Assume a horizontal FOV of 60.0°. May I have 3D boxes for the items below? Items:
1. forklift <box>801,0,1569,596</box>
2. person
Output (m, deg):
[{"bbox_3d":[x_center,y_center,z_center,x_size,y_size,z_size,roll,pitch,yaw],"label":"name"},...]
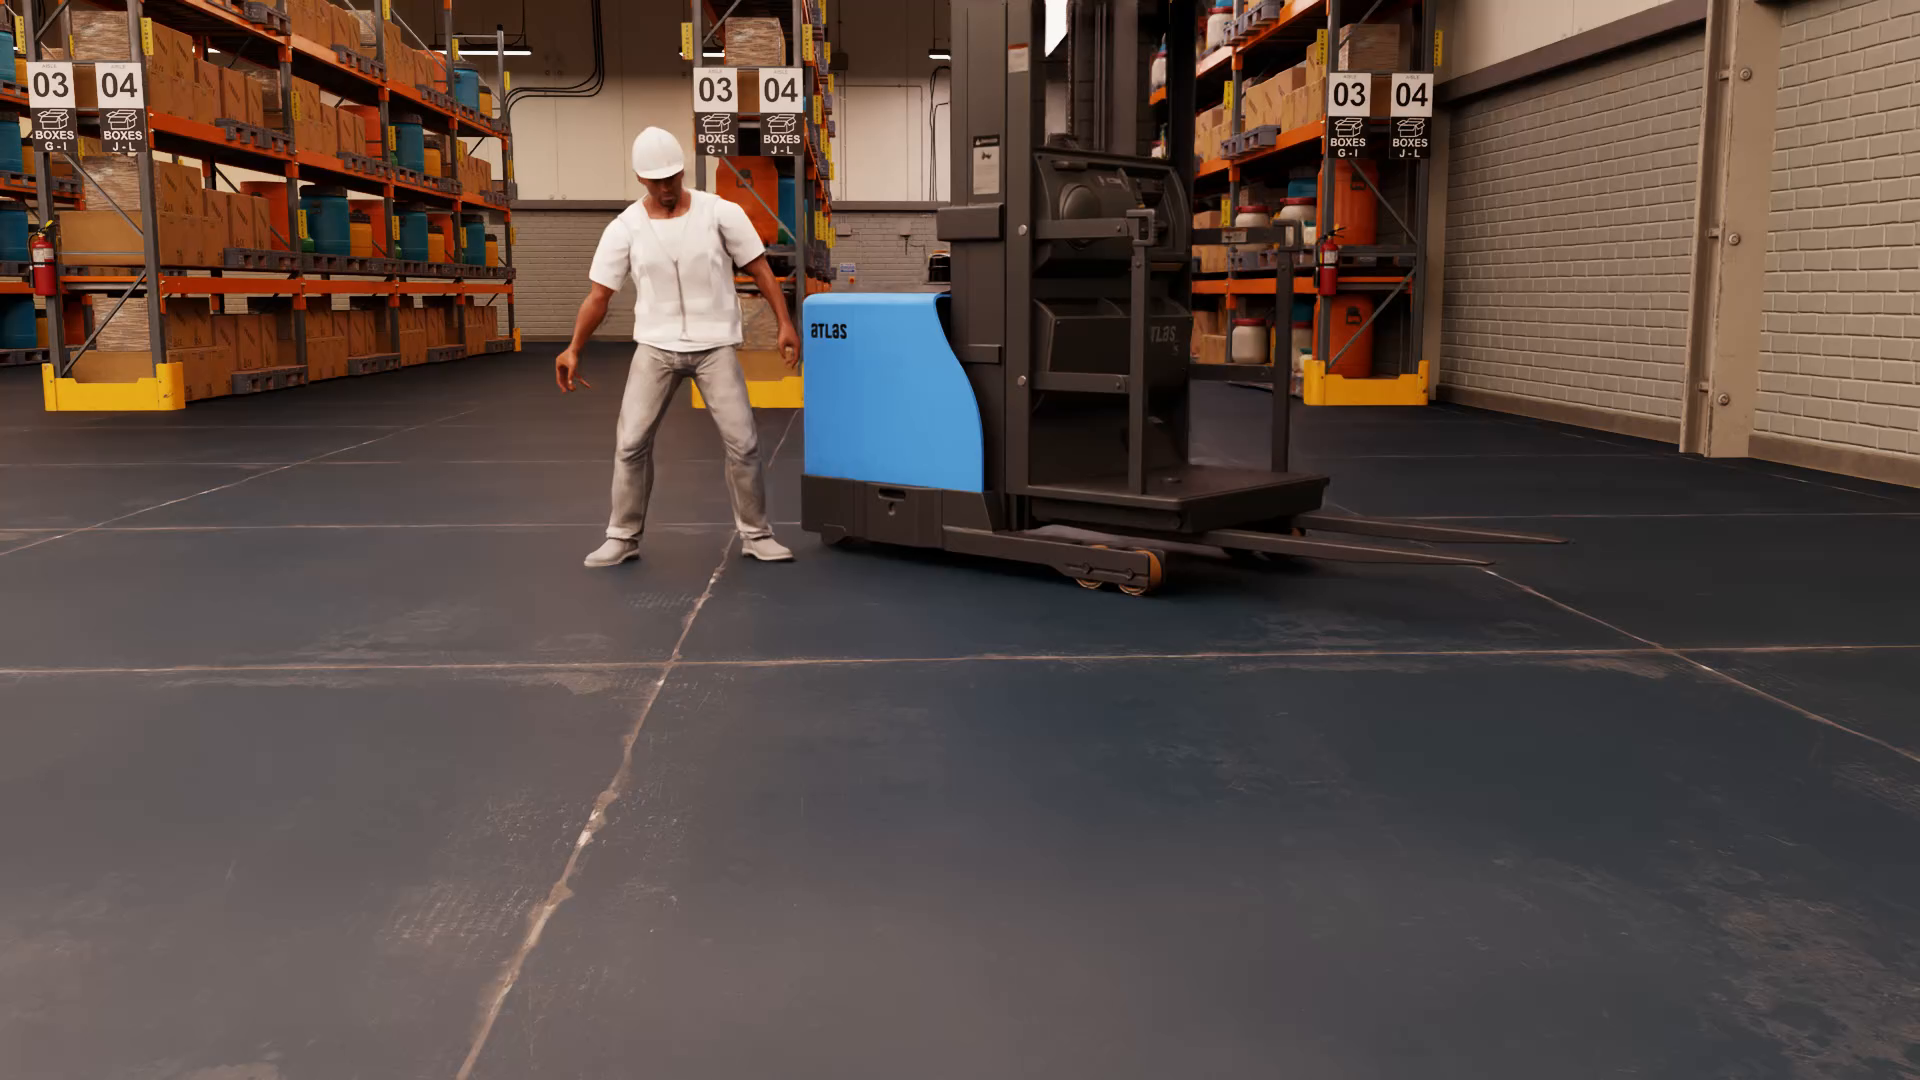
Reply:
[{"bbox_3d":[0.761,-1.337,6.335,3.031,2.935,1.130,7,11,41],"label":"forklift"},{"bbox_3d":[-1.113,-0.752,6.591,0.963,1.716,0.433,-1,8,-5],"label":"person"}]
